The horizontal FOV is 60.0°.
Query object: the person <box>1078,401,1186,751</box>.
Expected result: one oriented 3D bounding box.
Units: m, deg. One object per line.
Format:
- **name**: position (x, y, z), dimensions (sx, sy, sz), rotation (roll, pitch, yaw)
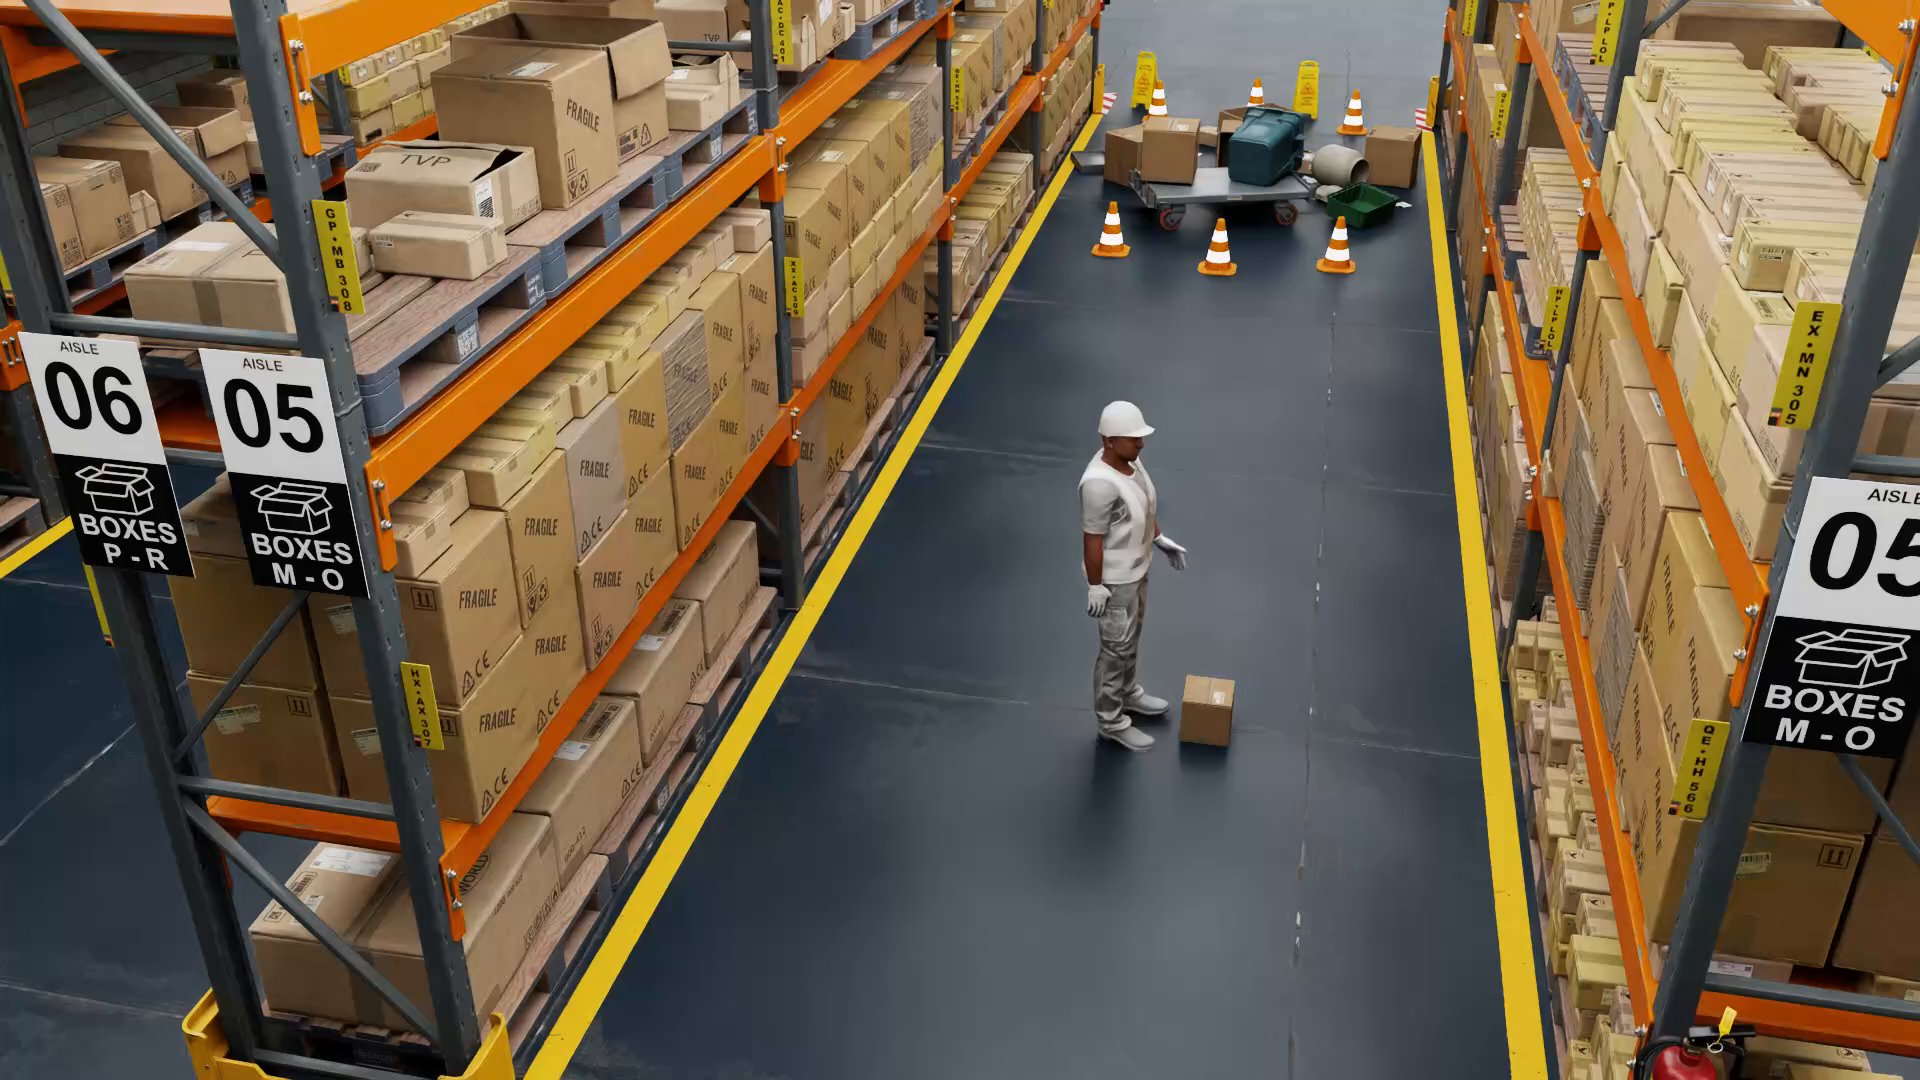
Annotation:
- **person**: position (0.847, 0.159, 8.287), dimensions (0.491, 1.808, 0.570), rotation (9, 30, 16)
